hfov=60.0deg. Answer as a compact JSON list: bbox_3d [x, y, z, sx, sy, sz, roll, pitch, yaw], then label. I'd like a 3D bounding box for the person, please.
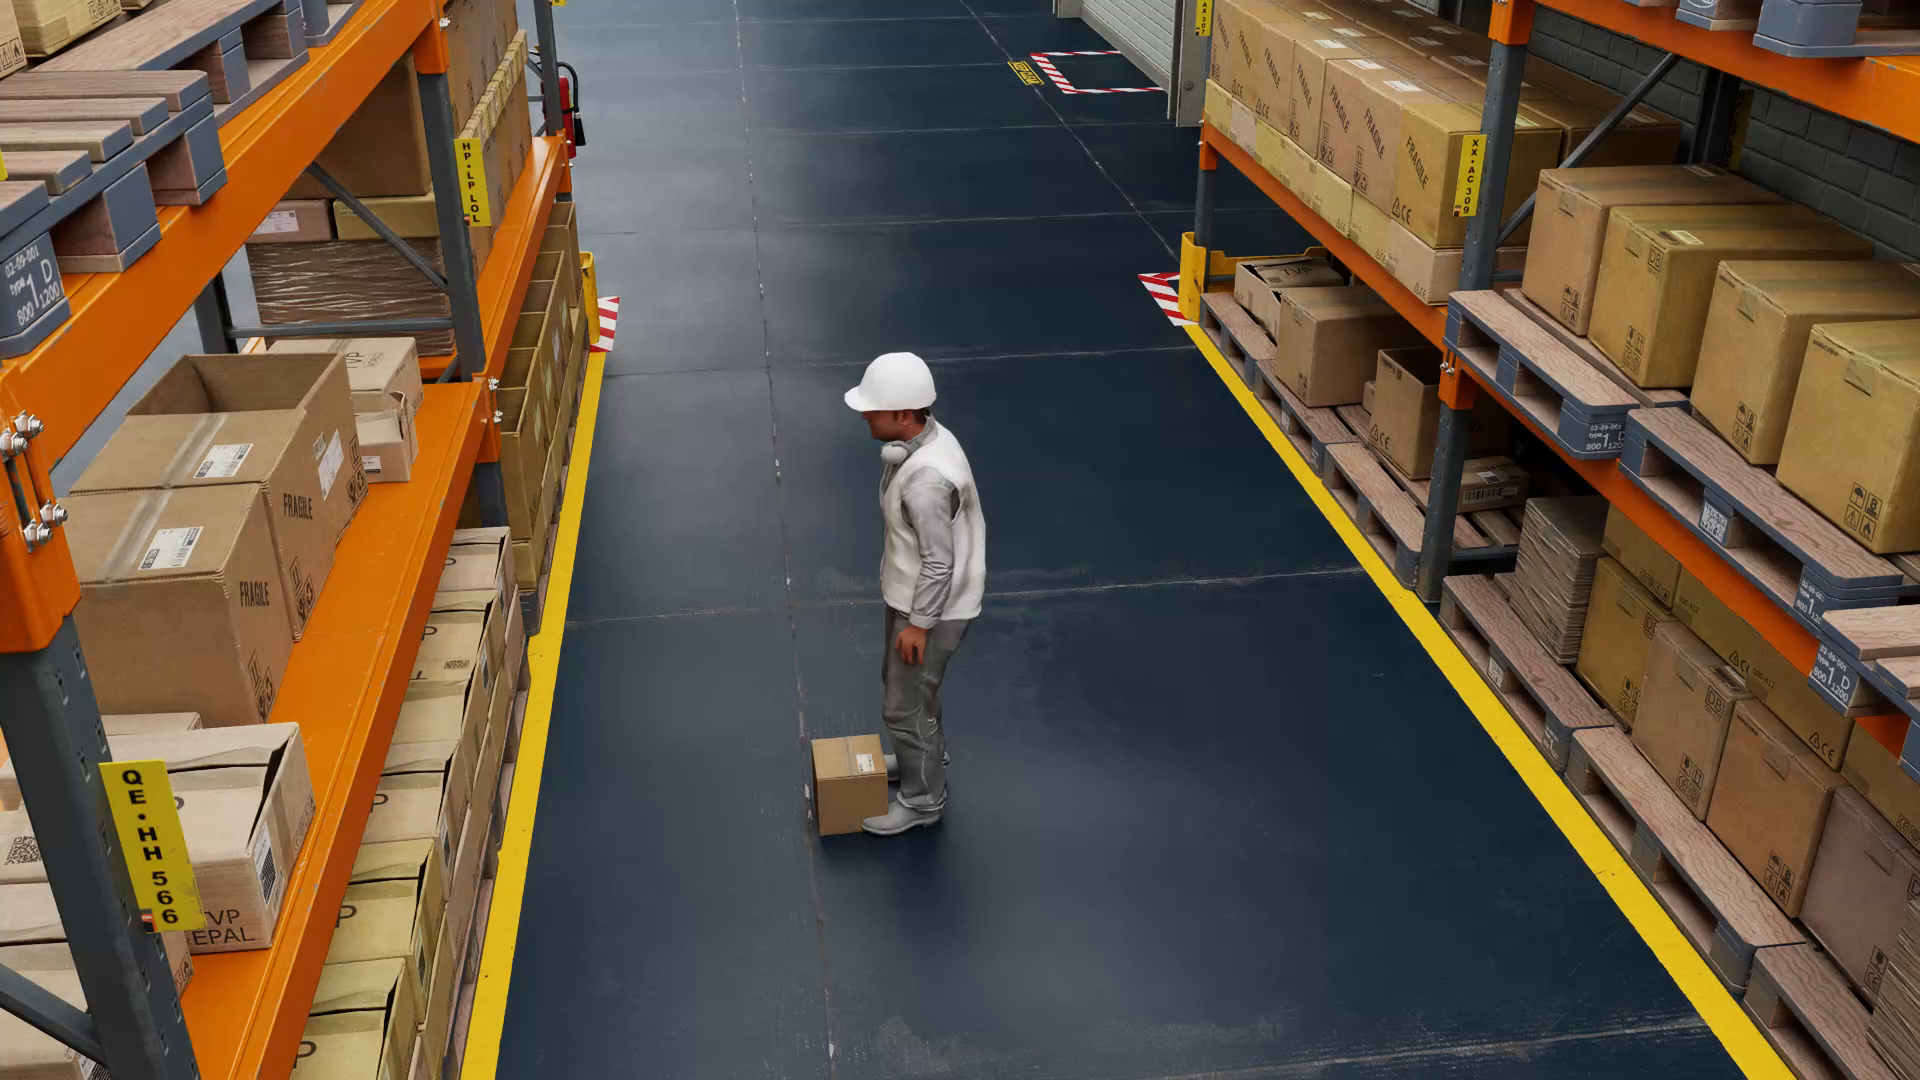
[{"bbox_3d":[-0.146,0.185,5.723,0.463,1.772,0.581,-3,27,-7],"label":"person"}]
